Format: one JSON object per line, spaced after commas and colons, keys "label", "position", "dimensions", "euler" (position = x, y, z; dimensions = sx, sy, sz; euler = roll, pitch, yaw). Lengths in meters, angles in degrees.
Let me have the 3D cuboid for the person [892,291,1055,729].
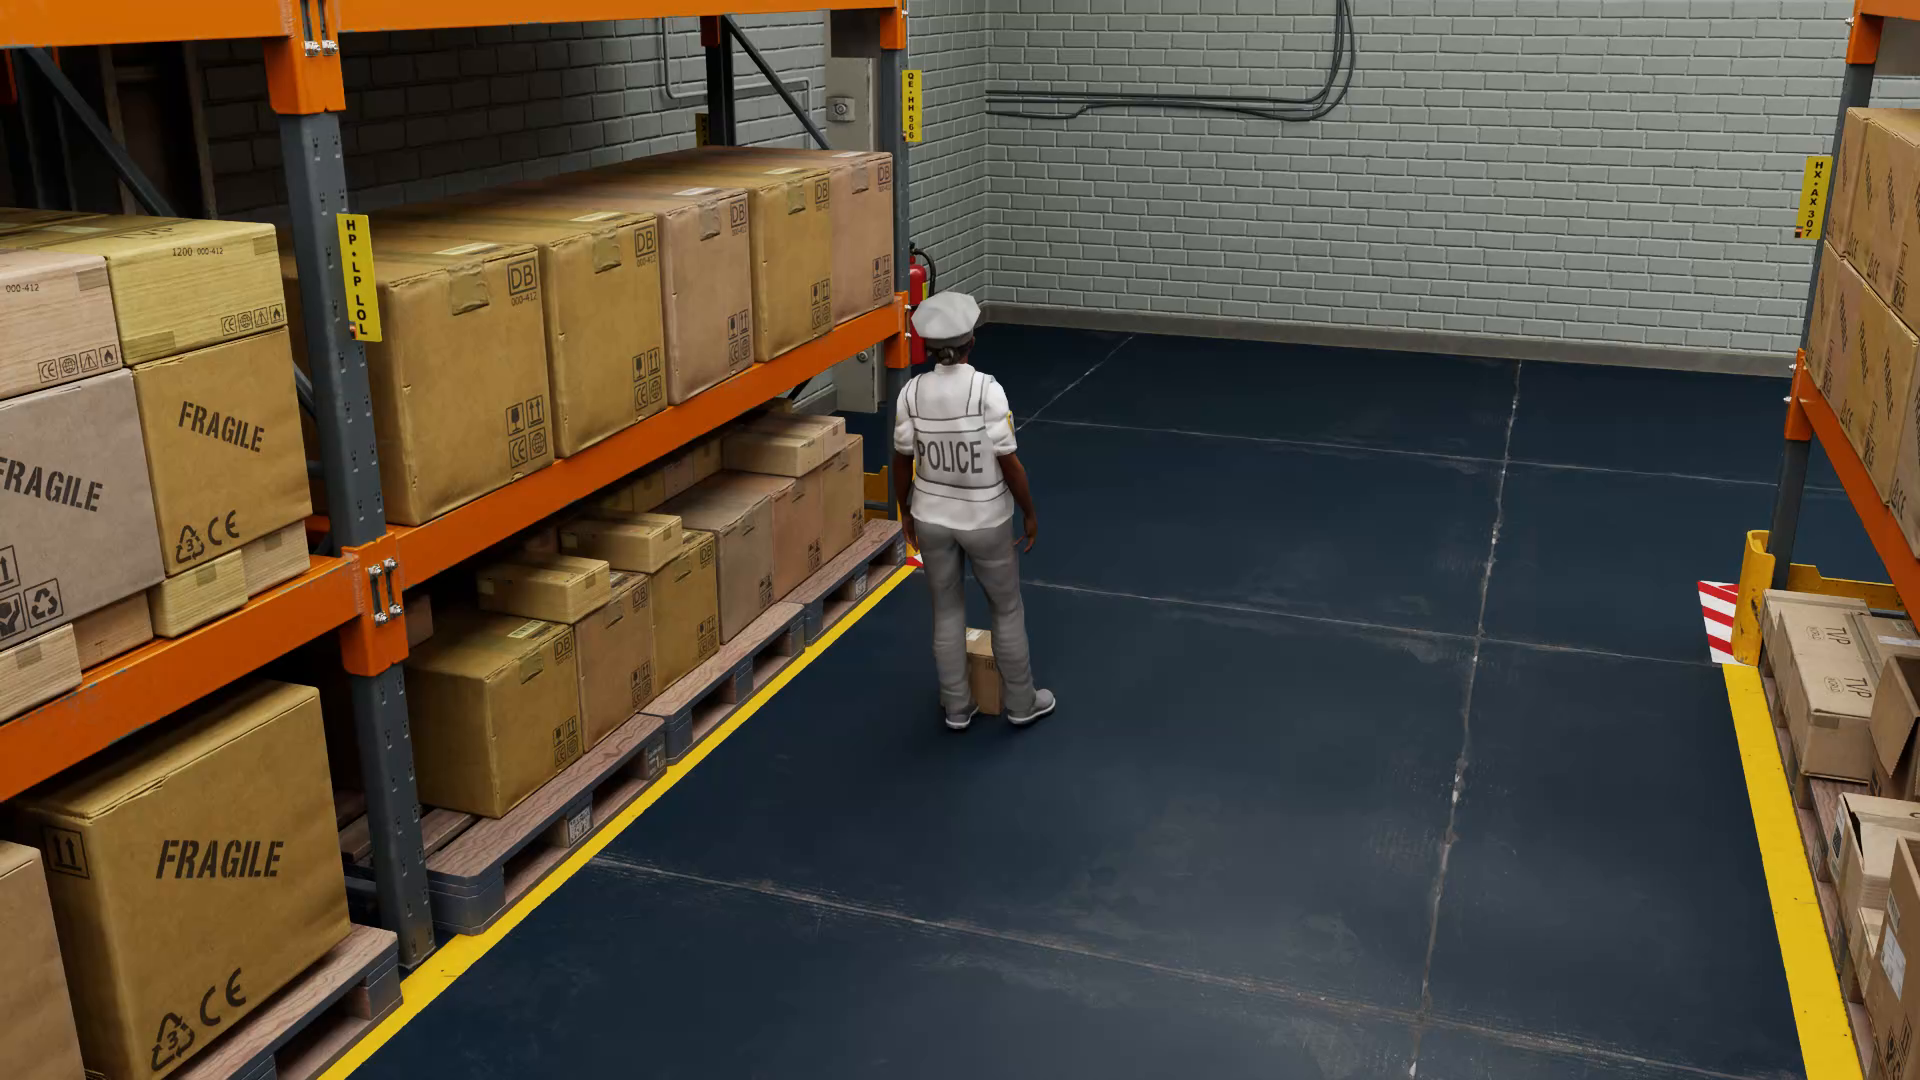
{"label": "person", "position": [0.048, -0.099, 6.273], "dimensions": [0.568, 1.694, 0.529], "euler": [6, 20, 18]}
